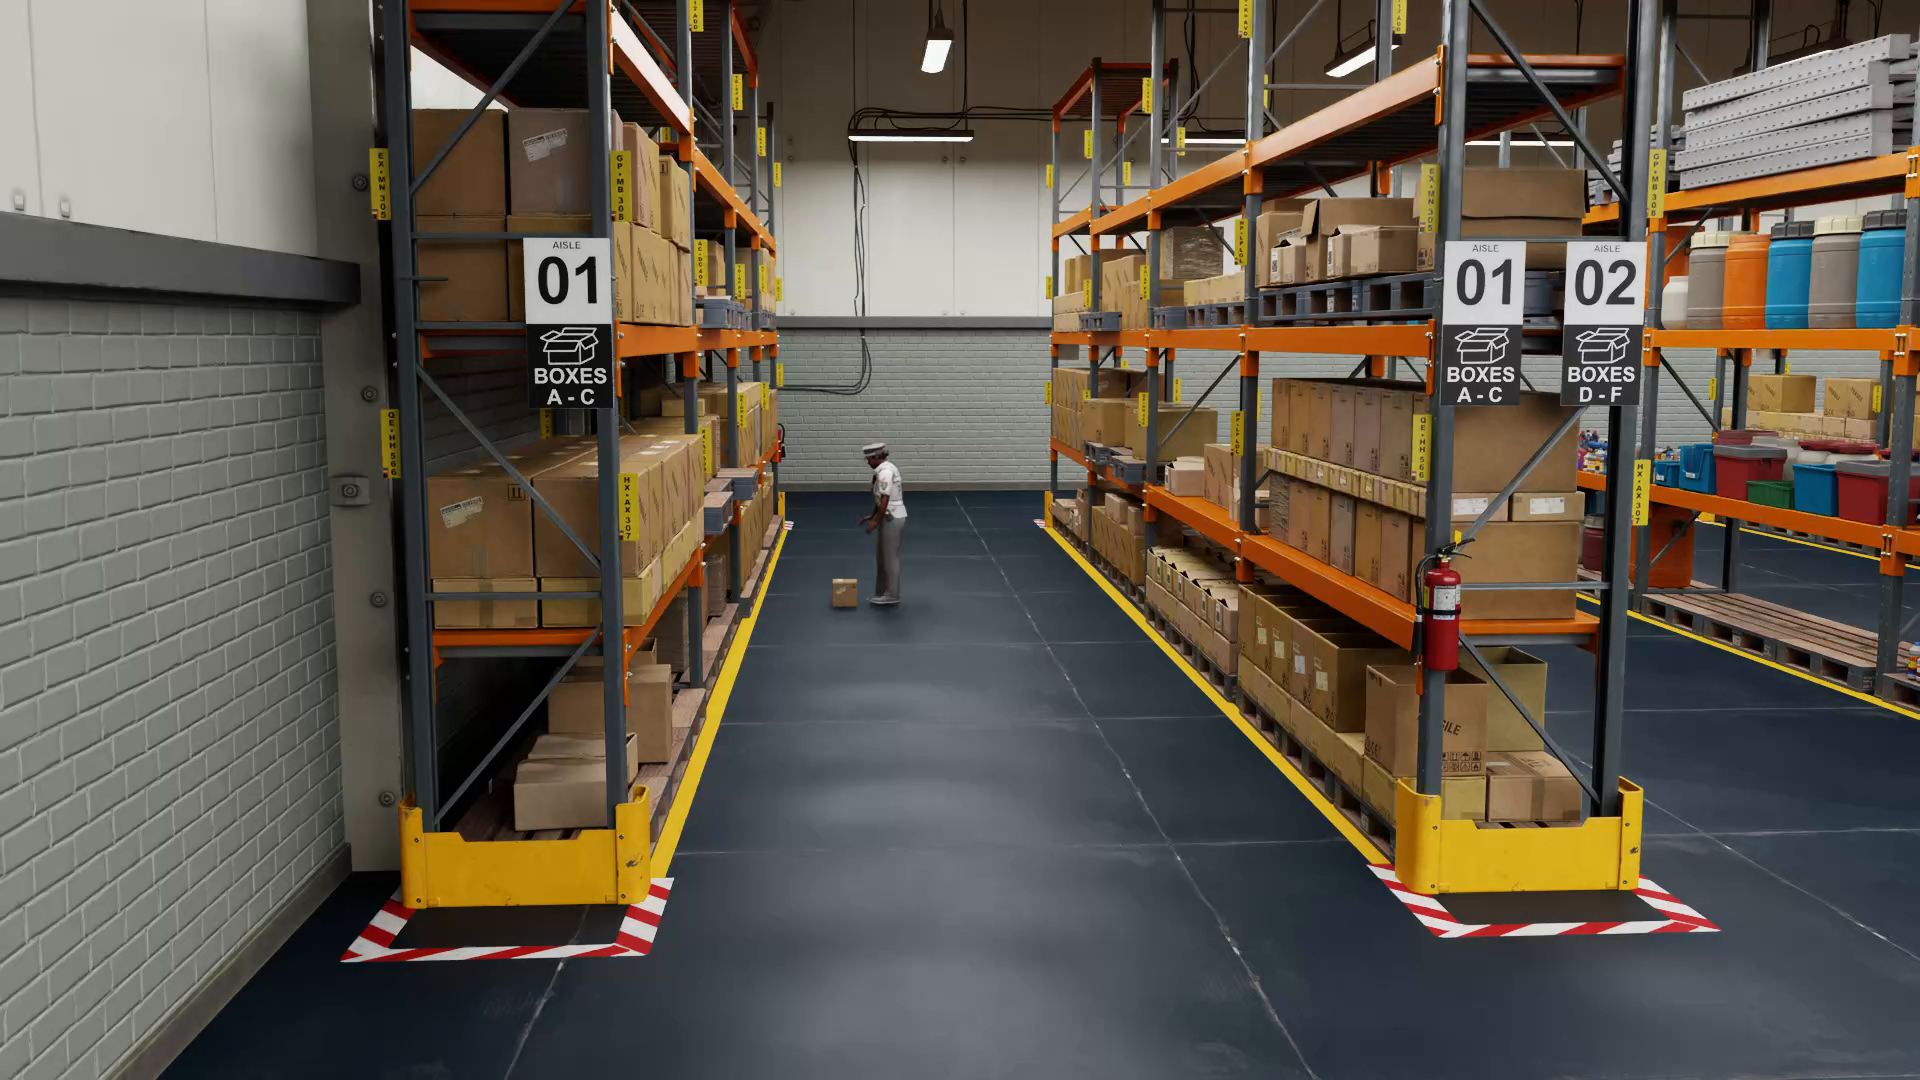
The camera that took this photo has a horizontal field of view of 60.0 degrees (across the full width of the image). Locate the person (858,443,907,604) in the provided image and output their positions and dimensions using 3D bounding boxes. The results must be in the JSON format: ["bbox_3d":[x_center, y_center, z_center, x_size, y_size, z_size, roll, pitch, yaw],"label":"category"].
[{"bbox_3d":[-0.797,-0.155,17.106,0.517,1.687,0.521,0,7,0],"label":"person"}]
